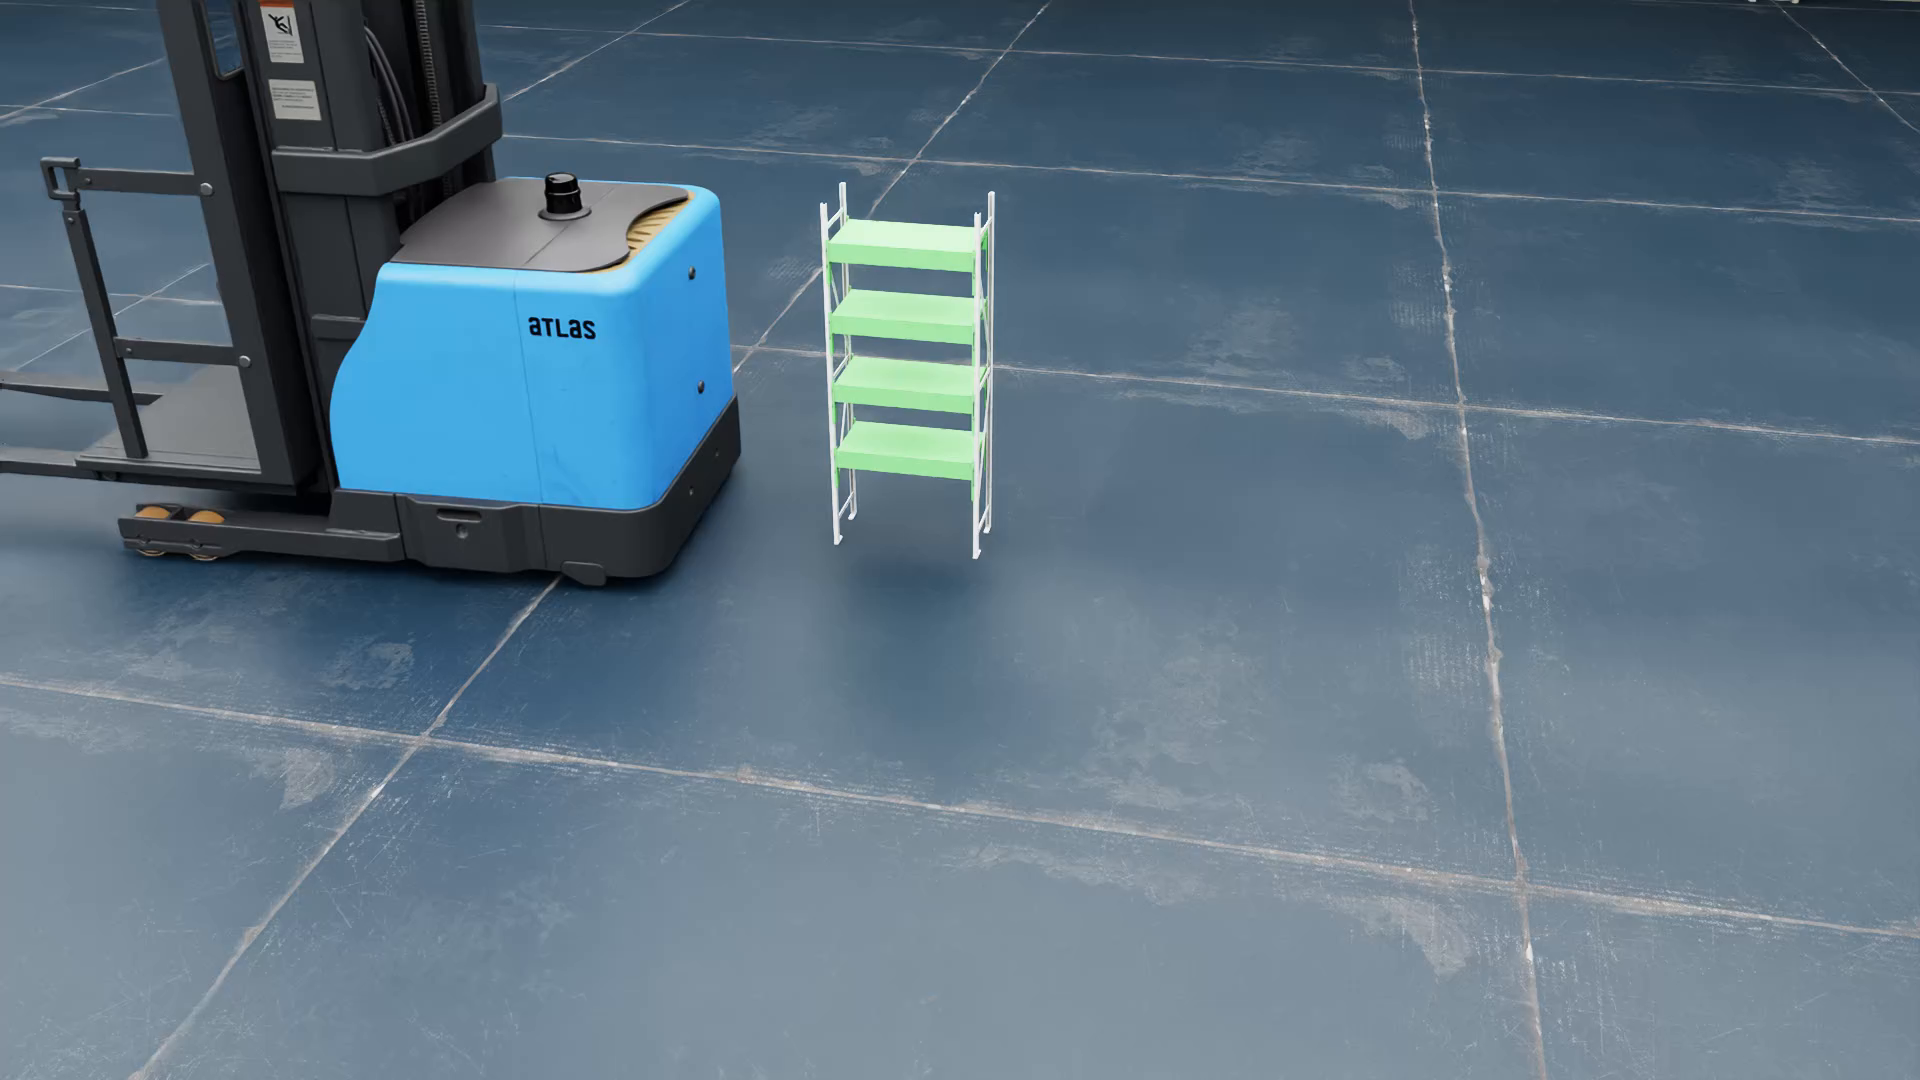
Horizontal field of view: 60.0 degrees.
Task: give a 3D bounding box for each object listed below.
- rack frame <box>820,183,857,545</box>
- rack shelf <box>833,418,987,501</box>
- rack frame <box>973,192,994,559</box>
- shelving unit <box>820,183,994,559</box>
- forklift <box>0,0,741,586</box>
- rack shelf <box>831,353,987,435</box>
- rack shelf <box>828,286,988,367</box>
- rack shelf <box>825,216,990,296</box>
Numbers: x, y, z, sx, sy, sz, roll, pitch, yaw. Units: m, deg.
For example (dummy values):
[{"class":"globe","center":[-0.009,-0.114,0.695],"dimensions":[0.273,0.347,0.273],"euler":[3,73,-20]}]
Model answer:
[{"class":"rack frame","center":[-0.401,-0.567,5.537],"dimensions":[0.015,1.200,0.240],"euler":[6,29,11]},{"class":"rack shelf","center":[-0.162,-0.276,5.638],"dimensions":[0.480,0.148,0.258],"euler":[6,29,11]},{"class":"rack frame","center":[0.077,-0.518,5.448],"dimensions":[0.015,1.200,0.240],"euler":[6,29,11]},{"class":"shelving unit","center":[-0.162,-0.543,5.492],"dimensions":[0.503,1.200,0.258],"euler":[6,29,11]},{"class":"forklift","center":[-2.378,-1.459,5.363],"dimensions":[3.031,2.935,1.130],"euler":[5,29,8]},{"class":"rack shelf","center":[-0.162,-0.487,5.523],"dimensions":[0.480,0.148,0.258],"euler":[6,29,11]},{"class":"rack shelf","center":[-0.162,-0.697,5.408],"dimensions":[0.480,0.148,0.258],"euler":[6,29,11]},{"class":"rack shelf","center":[-0.162,-0.908,5.292],"dimensions":[0.480,0.148,0.258],"euler":[6,29,11]}]
